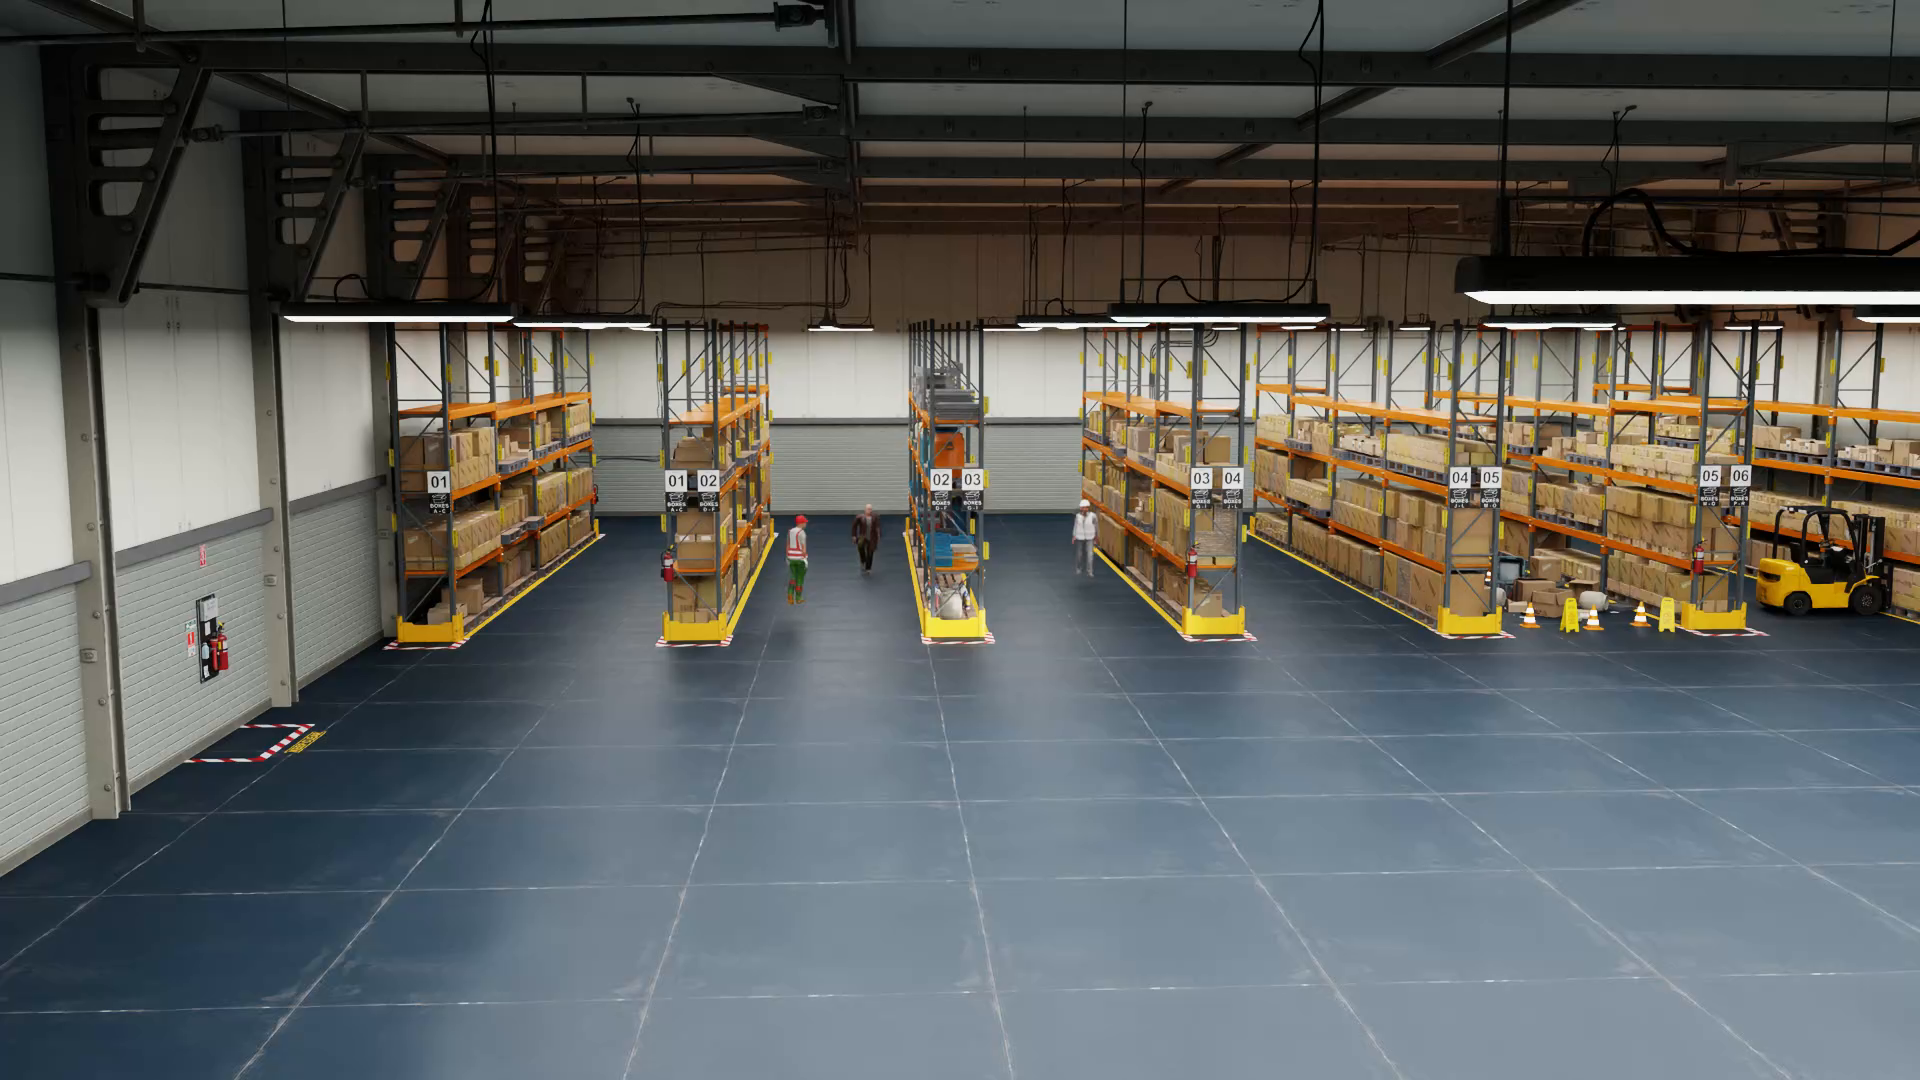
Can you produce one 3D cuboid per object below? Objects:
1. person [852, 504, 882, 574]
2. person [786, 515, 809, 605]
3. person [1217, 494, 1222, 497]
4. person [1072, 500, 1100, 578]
[{"bbox_3d":[-2.216,-0.017,39.464,0.715,1.709,0.936,0,7,-2],"label":"person"},{"bbox_3d":[-3.306,0.411,33.631,0.556,1.826,0.453,4,8,30],"label":"person"},{"bbox_3d":[7.667,-1.286,49.861,0.561,1.669,1.026,1,7,9],"label":"person"},{"bbox_3d":[2.826,-0.038,37.305,0.638,1.737,0.970,-1,7,-5],"label":"person"}]
